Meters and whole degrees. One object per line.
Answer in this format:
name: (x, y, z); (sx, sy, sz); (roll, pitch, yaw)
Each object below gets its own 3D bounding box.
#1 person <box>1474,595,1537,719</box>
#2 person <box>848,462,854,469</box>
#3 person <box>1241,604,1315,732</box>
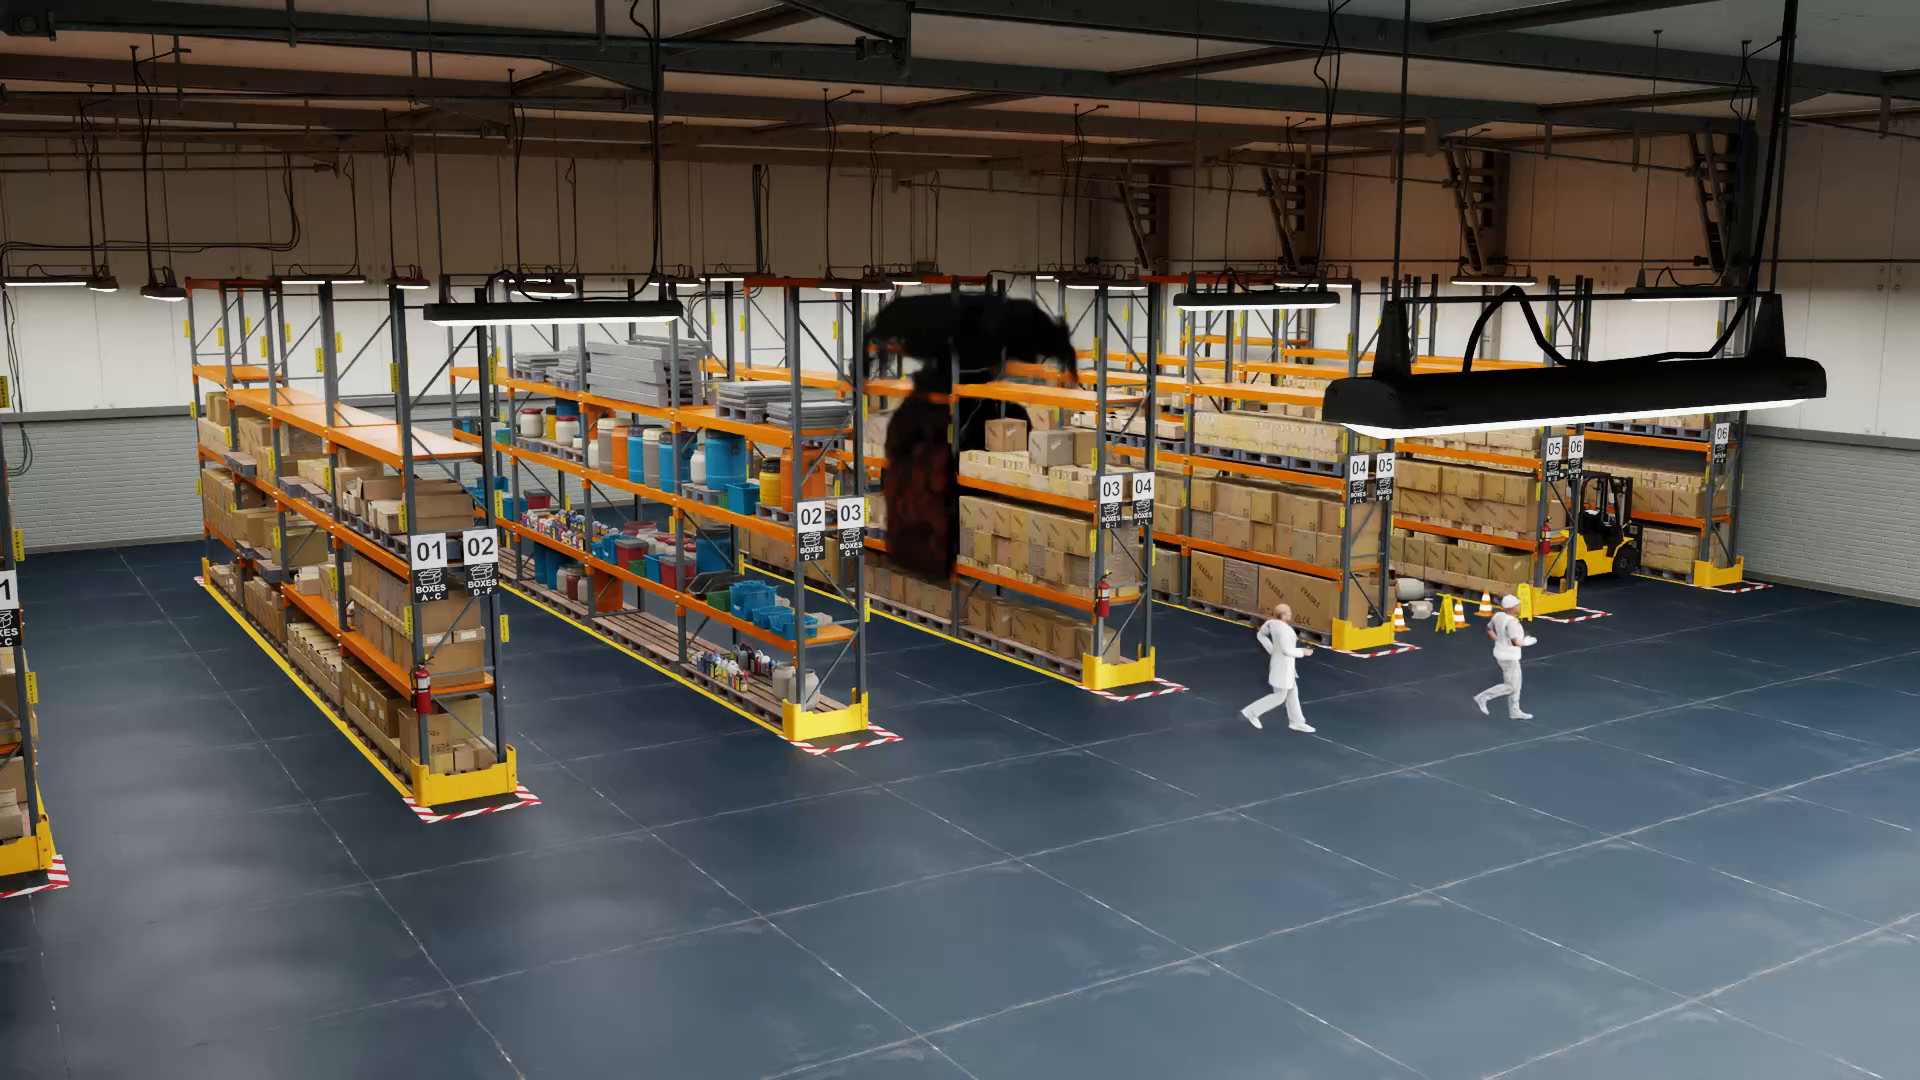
person: (7.541, 1.623, 23.011); (0.847, 1.759, 0.699); (0, 10, 0)
person: (-2.670, -1.498, 41.530); (0.787, 1.771, 0.688); (-5, 11, -29)
person: (4.296, 1.736, 22.327); (1.043, 1.790, 0.710); (-1, 10, -4)
